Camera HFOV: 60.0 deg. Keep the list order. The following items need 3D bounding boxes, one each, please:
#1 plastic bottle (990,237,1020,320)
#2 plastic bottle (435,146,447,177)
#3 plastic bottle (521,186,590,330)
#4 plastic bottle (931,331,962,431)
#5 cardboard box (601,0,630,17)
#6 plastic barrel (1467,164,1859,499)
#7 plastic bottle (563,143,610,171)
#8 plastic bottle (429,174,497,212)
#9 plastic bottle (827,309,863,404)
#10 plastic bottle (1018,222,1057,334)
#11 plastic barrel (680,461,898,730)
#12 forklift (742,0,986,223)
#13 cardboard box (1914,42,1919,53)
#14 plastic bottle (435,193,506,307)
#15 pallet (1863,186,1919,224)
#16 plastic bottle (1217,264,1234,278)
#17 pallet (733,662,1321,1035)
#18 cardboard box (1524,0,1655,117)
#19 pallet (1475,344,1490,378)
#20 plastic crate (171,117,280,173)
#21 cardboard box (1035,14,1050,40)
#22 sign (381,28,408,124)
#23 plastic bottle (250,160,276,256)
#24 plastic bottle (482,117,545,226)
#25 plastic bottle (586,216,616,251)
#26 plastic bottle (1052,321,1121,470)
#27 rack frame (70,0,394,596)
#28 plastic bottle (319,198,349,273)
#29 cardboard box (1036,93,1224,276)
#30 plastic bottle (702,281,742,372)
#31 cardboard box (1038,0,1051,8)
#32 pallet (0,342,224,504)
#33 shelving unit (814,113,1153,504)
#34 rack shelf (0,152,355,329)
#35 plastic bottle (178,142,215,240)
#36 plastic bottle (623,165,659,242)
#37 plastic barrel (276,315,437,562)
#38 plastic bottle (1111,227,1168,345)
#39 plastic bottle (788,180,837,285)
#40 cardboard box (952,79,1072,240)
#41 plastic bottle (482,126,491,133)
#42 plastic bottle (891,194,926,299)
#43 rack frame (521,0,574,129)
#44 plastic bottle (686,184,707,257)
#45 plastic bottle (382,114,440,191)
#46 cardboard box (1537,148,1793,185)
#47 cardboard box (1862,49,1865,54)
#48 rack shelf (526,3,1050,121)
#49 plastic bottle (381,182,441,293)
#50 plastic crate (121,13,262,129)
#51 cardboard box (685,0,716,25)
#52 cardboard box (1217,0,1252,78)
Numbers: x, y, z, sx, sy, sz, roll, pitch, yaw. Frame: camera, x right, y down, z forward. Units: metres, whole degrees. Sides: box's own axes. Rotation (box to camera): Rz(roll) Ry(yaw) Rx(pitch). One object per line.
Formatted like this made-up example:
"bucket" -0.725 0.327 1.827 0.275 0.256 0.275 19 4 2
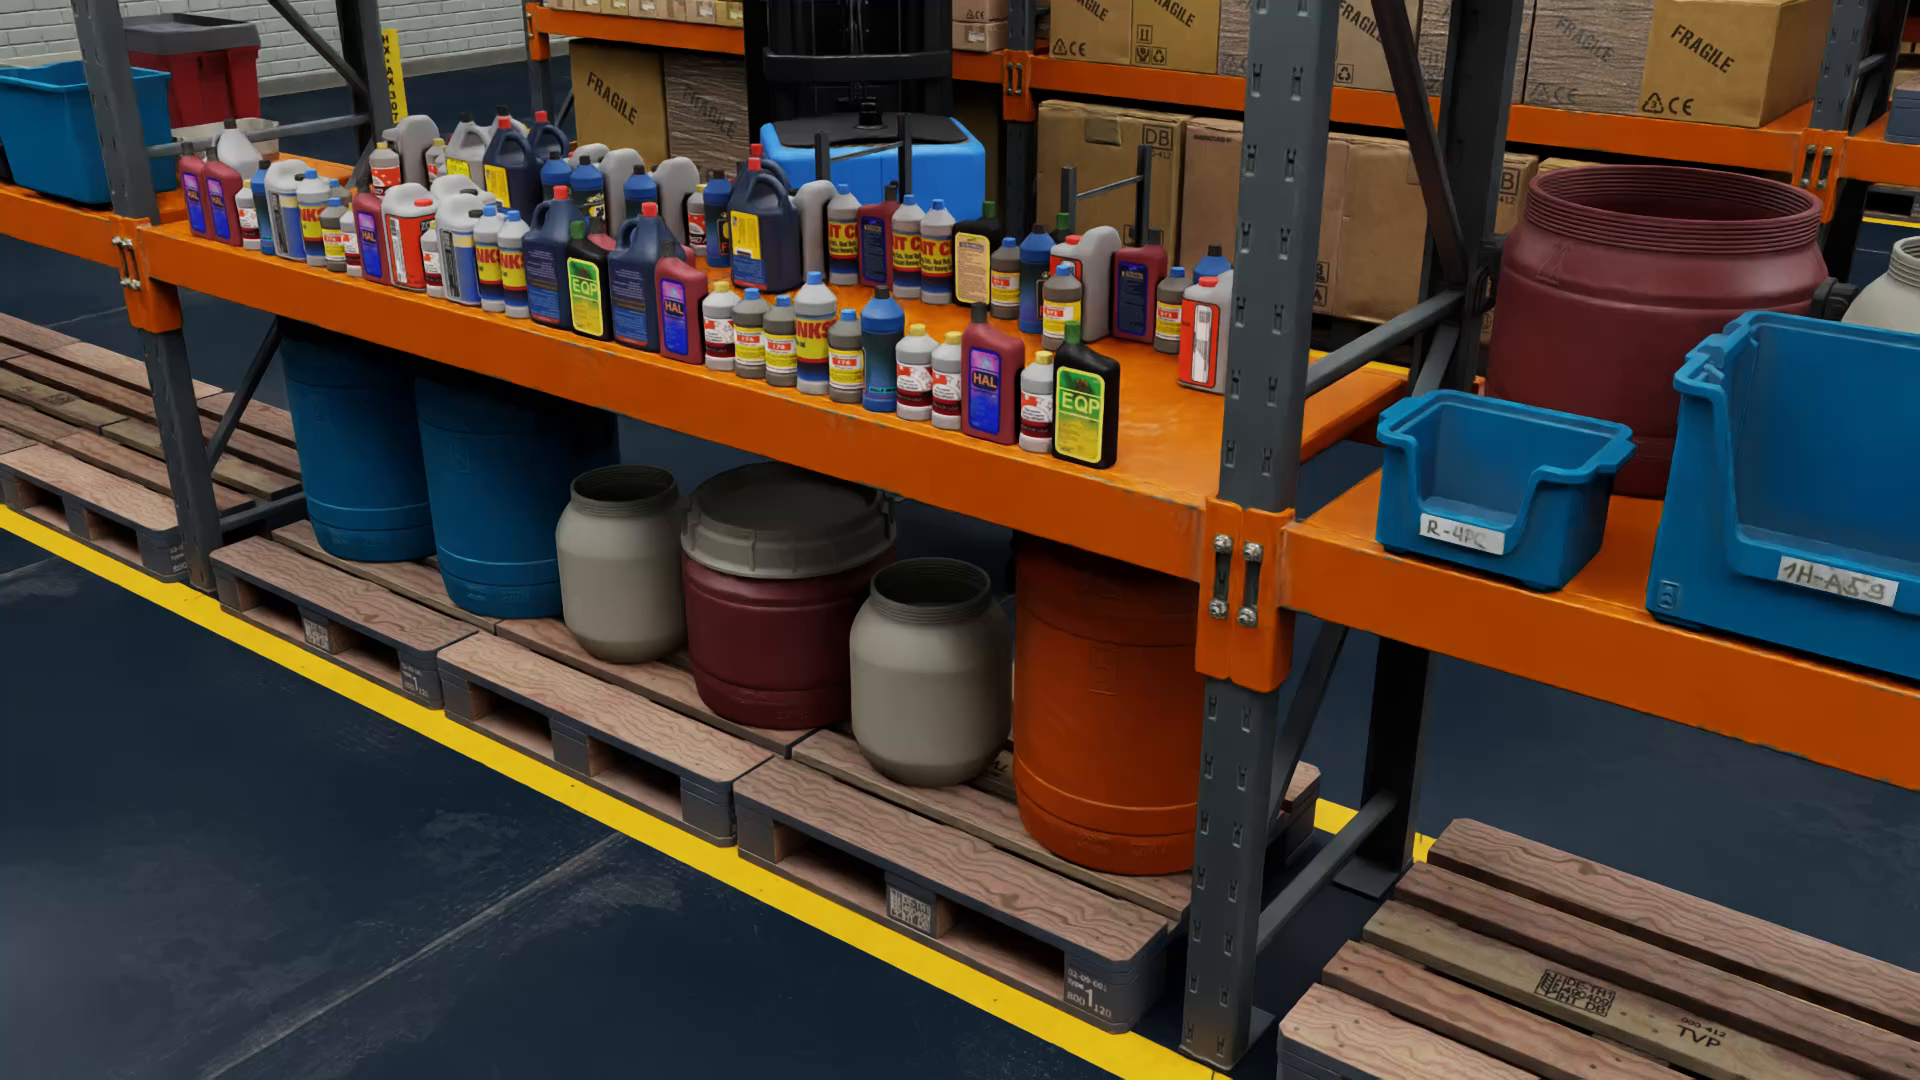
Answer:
"plastic bottle" 0.127 -0.685 4.330 0.097 0.201 0.097 0 24 0
"plastic bottle" -1.679 -1.200 5.499 0.097 0.201 0.097 0 24 0
"plastic bottle" -1.019 -0.728 4.244 0.185 0.351 0.144 17 29 33
"plastic bottle" -0.013 -0.344 3.558 0.097 0.201 0.097 0 24 0
"cardboard box" -2.101 -3.487 10.756 0.250 0.149 0.380 16 28 32
"plastic barrel" 1.386 -0.433 3.344 0.708 0.536 0.600 17 29 33
"plastic bottle" -1.163 -1.095 5.168 0.135 0.276 0.152 17 29 33
"plastic bottle" -1.394 -0.886 4.695 0.135 0.276 0.152 17 29 33
"plastic bottle" -0.247 -0.415 3.718 0.097 0.201 0.097 0 24 0
"plastic bottle" 0.197 -0.665 4.198 0.097 0.271 0.097 0 24 0
"plastic barrel" -0.473 0.140 4.682 0.708 0.588 0.600 17 29 33
"forklift" -0.626 -2.767 8.895 1.130 2.935 3.031 -4 24 -9
"cardboard box" 9.244 -4.595 15.072 0.875 0.875 0.875 17 29 33
"plastic bottle" -1.300 -0.781 4.457 0.135 0.276 0.152 17 29 33
"pallet" 6.234 -2.473 11.600 1.213 0.211 1.003 17 29 33
"plastic bottle" 0.680 -0.538 3.904 0.135 0.276 0.152 17 29 33
"pallet" 0.177 0.713 4.369 1.213 0.211 1.003 17 29 33
"cardboard box" 2.864 -2.191 7.379 0.500 0.500 0.500 17 29 33
"pallet" 3.217 -0.922 8.082 1.213 0.211 1.003 17 29 33
"plastic crate" -2.655 -1.418 6.001 0.243 0.136 0.396 17 29 33
"cardboard box" 0.565 -3.015 9.683 0.250 0.149 0.380 17 29 33
"sign" -2.037 -1.656 5.946 0.005 0.325 0.100 17 29 33
"plastic bottle" -2.043 -0.990 4.936 0.097 0.271 0.097 0 24 0
"plastic bottle" -1.375 -1.122 5.138 0.185 0.351 0.144 17 29 33
"plastic bottle" -0.880 -0.665 4.184 0.133 0.283 0.061 17 29 33
"plastic bottle" 0.253 -0.292 3.338 0.133 0.283 0.061 17 29 33
"rack frame" -2.368 -1.353 5.600 0.127 3.000 1.000 17 29 33
"plastic bottle" -1.779 -0.878 4.769 0.097 0.201 0.097 0 24 0
"cardboard box" 1.127 -2.022 9.234 0.875 0.875 1.225 17 29 33
"plastic bottle" -0.558 -0.509 3.932 0.097 0.201 0.097 0 24 0
"cardboard box" 0.384 -3.216 9.647 0.500 0.250 0.500 16 29 32
"pallet" -3.960 -0.537 7.207 1.213 0.211 1.003 17 29 33
"shelving unit" 0.068 -0.666 5.901 1.048 1.500 0.538 17 29 33
"rack shelf" -3.969 -1.507 6.843 4.000 0.370 1.077 17 29 33
"plastic bottle" -2.331 -1.073 5.110 0.133 0.283 0.061 17 29 33
"plastic bottle" -0.930 -0.959 4.866 0.097 0.271 0.097 0 24 0
"plastic barrel" -1.943 -0.448 5.627 0.708 0.901 0.600 17 29 33
"plastic bottle" 0.445 -0.635 4.116 0.133 0.283 0.061 17 29 33
"plastic bottle" -0.429 -0.873 4.665 0.135 0.276 0.152 17 29 33
"cardboard box" 0.122 -2.356 9.991 0.875 0.875 0.875 17 29 33
"plastic bottle" -1.567 -1.217 5.445 0.135 0.276 0.152 17 29 33
"plastic bottle" -0.136 -0.796 4.496 0.097 0.271 0.097 0 24 0
"rack frame" -2.598 -3.918 11.422 0.127 3.000 1.000 17 29 33
"plastic bottle" -0.761 -0.953 4.938 0.097 0.201 0.097 0 24 0
"plastic bottle" -1.859 -1.305 5.645 0.135 0.276 0.152 17 29 33
"cardboard box" 3.263 -1.377 7.769 0.875 0.875 1.225 15 28 31
"cardboard box" 6.046 -3.318 11.710 0.500 0.250 0.500 16 29 33
"rack shelf" -0.998 -3.105 10.470 4.000 0.370 1.077 17 29 33
"plastic bottle" -1.485 -0.837 4.584 0.135 0.276 0.152 17 29 33
"plastic crate" -2.932 -1.706 6.249 0.583 0.464 0.402 17 29 33
"cardboard box" -1.482 -3.301 10.333 0.250 0.149 0.380 16 29 33
"cardboard box" 1.624 -2.562 8.221 0.500 0.500 0.500 16 28 32
